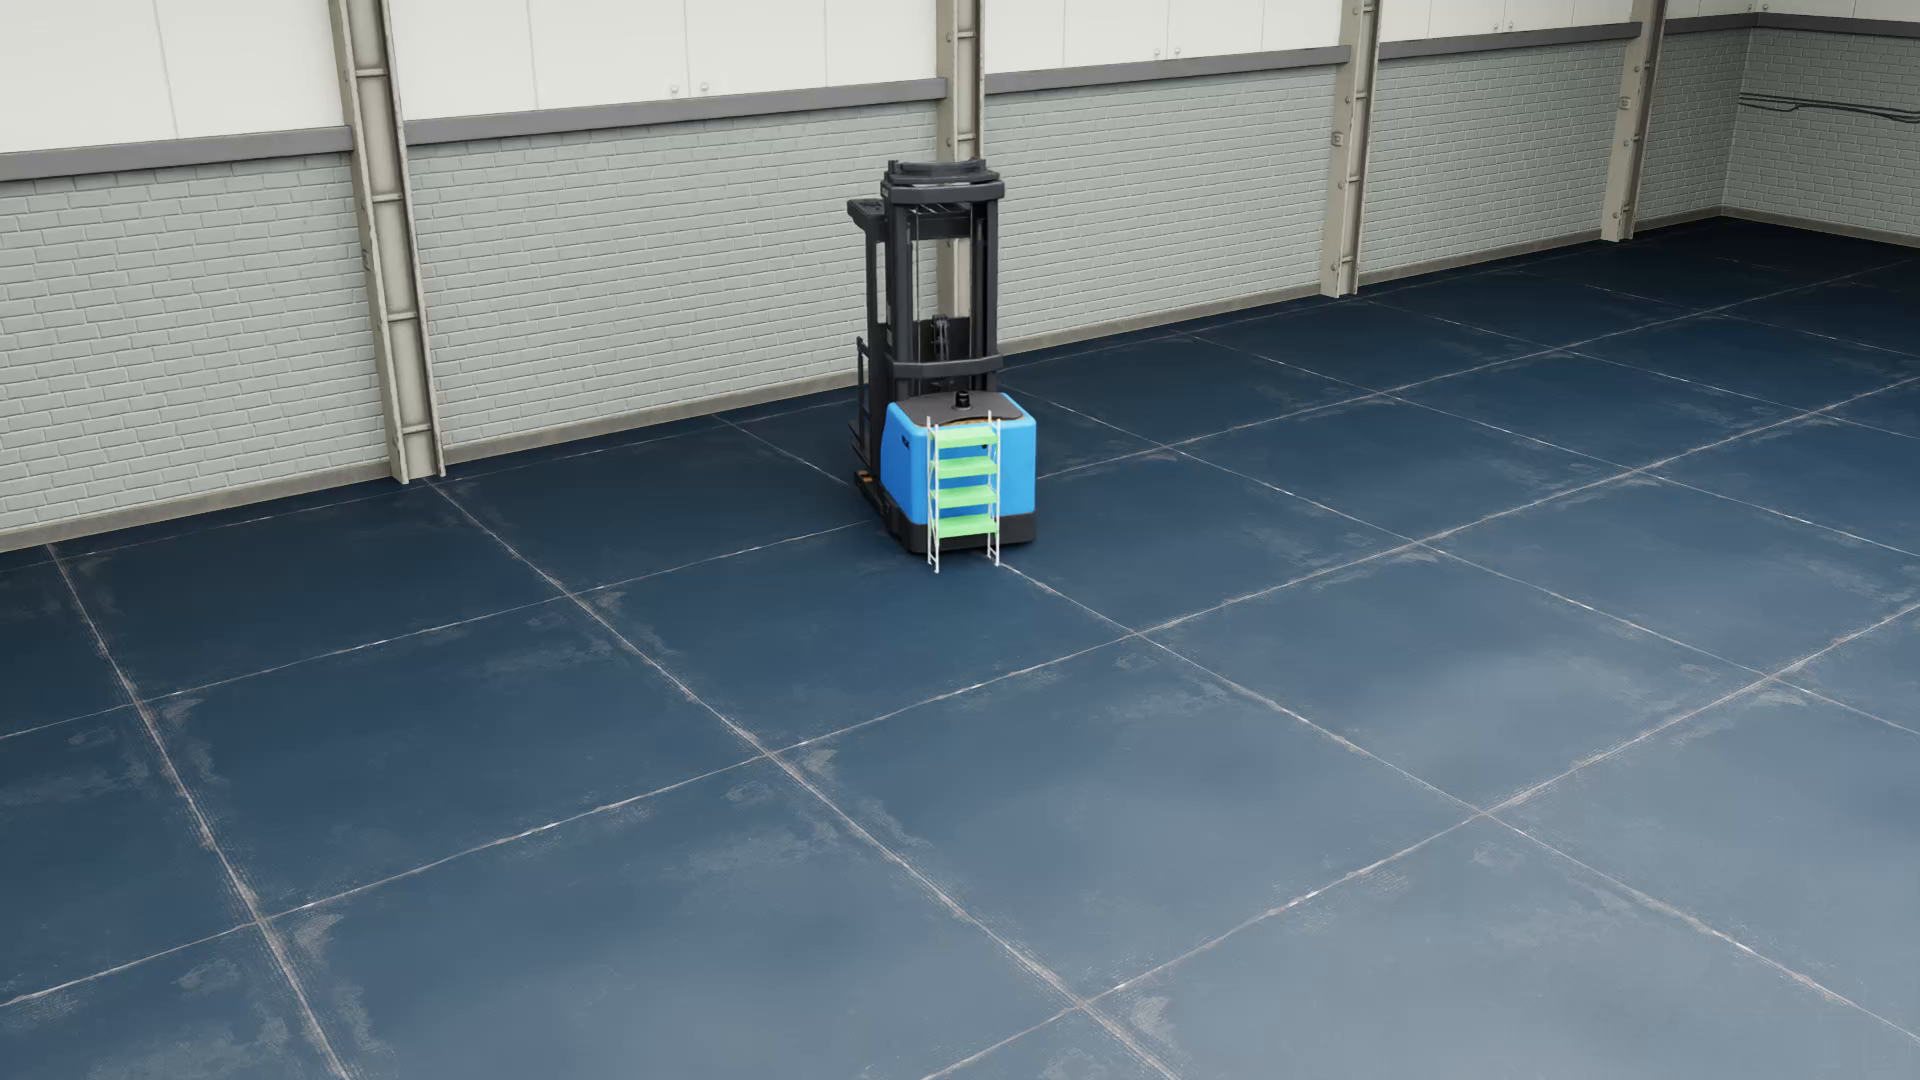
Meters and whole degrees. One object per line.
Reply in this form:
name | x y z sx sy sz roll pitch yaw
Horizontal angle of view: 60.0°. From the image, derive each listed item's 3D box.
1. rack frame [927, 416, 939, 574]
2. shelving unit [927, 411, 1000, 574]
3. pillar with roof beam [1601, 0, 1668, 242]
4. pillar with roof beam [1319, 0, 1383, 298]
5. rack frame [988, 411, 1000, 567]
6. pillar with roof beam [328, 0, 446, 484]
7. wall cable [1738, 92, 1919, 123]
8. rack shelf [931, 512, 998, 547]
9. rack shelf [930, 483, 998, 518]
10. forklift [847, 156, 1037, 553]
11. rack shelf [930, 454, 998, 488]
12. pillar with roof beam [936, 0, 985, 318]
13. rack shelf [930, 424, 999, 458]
rack frame | -0.207 -0.338 12.719 0.015 1.200 0.240 -6 23 -15
shelving unit | 0.026 -0.364 12.784 0.503 1.200 0.258 -6 23 -15
pillar with roof beam | 12.259 -7.364 19.803 0.400 9.000 9.100 -15 26 -33
pillar with roof beam | 7.389 -6.065 16.548 0.400 9.000 9.100 -15 26 -33
rack frame | 0.260 -0.390 12.849 0.015 1.200 0.240 -6 23 -15
pillar with roof beam | -2.352 -3.468 10.039 0.400 9.000 9.100 -15 26 -33
wall cable | 12.909 -7.457 24.225 0.112 2.526 3.097 -15 26 -33
rack shelf | 0.026 -0.082 12.896 0.480 0.148 0.258 -6 23 -15
rack shelf | 0.026 -0.305 12.807 0.480 0.148 0.258 -6 23 -15
forklift | -0.300 -1.775 13.984 1.130 2.935 3.031 -6 23 -15
rack shelf | 0.026 -0.527 12.718 0.480 0.148 0.258 -6 23 -15
pillar with roof beam | 2.518 -4.766 13.294 0.400 9.000 9.100 -15 26 -33
rack shelf | 0.027 -0.750 12.629 0.480 0.148 0.258 -6 23 -15
